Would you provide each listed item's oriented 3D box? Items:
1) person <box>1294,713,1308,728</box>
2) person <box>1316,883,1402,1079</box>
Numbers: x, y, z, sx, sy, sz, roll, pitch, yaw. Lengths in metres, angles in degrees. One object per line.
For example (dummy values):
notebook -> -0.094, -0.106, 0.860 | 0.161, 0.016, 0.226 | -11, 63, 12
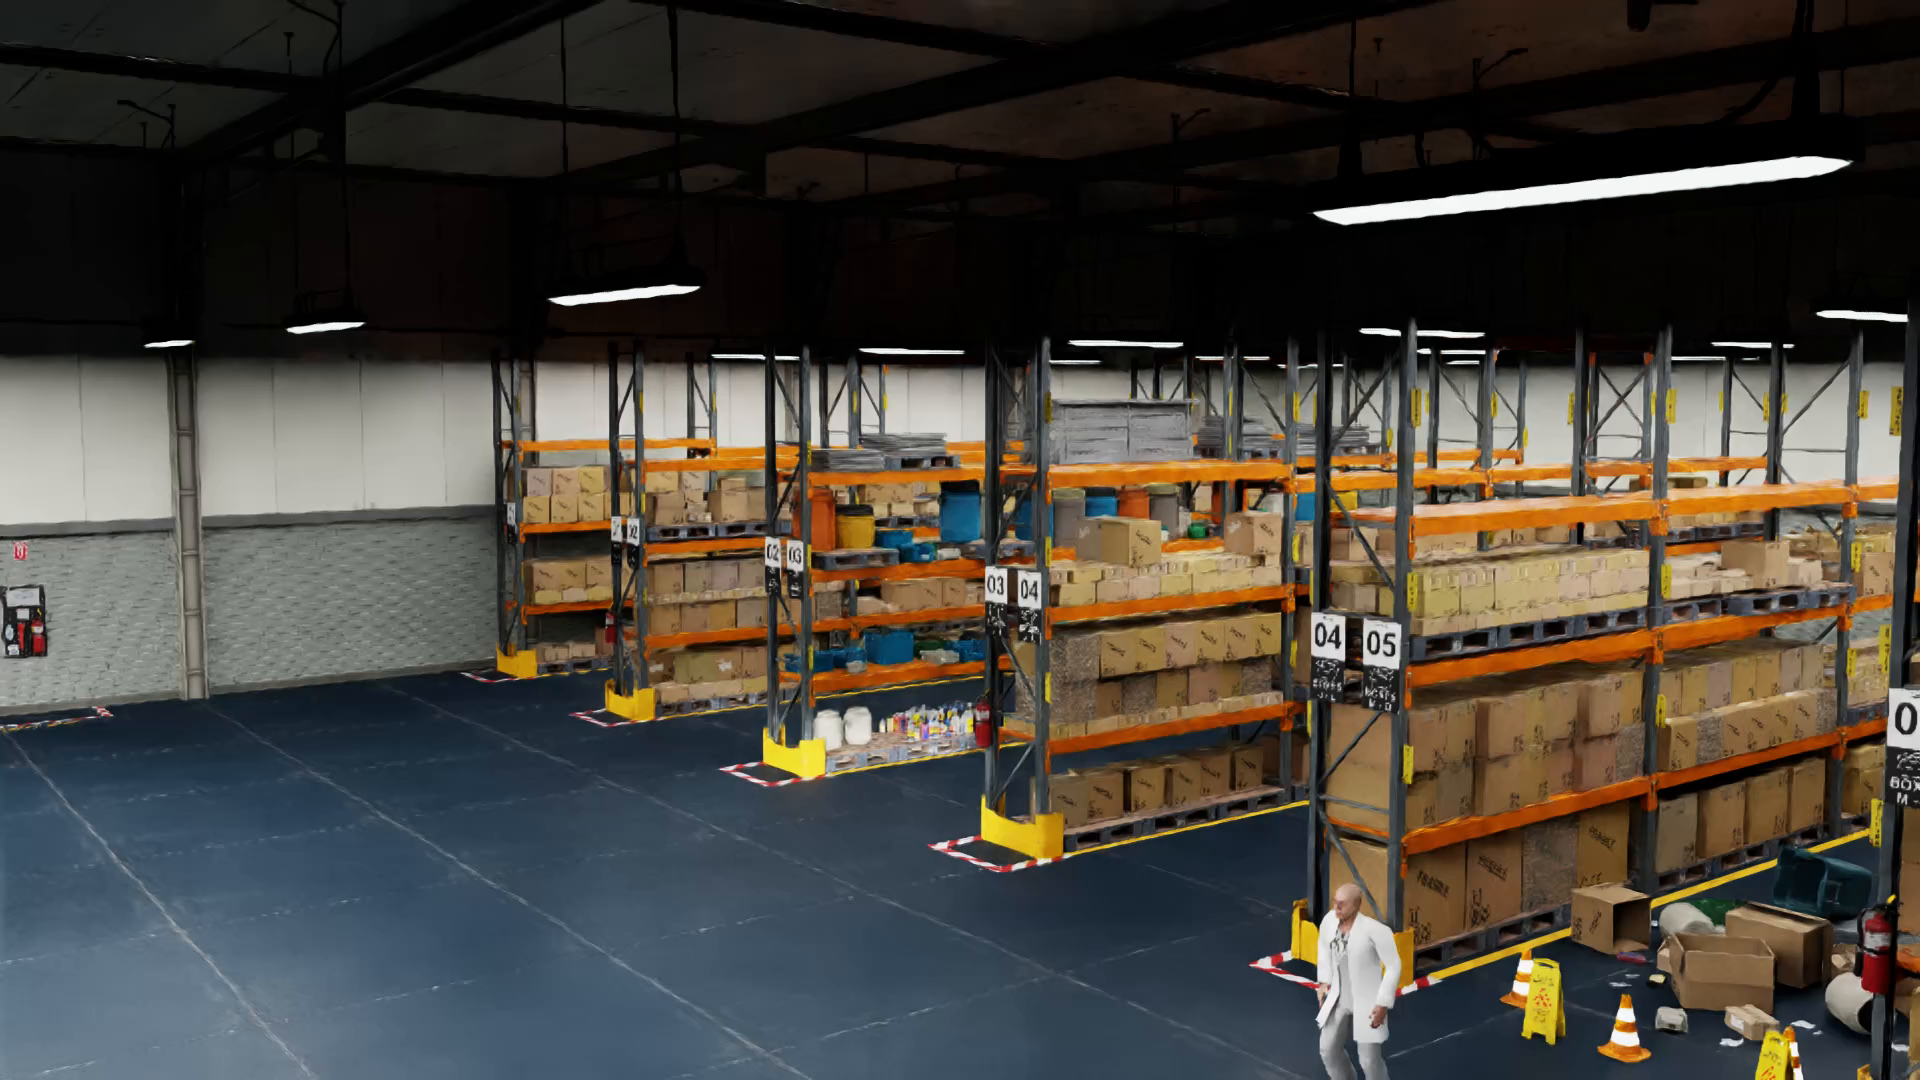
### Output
person -> 5.244, 2.165, 25.141 | 0.582, 1.607, 0.625 | -4, 6, -38
person -> 2.833, 3.267, 11.847 | 0.546, 1.733, 0.729 | -4, 6, -38
